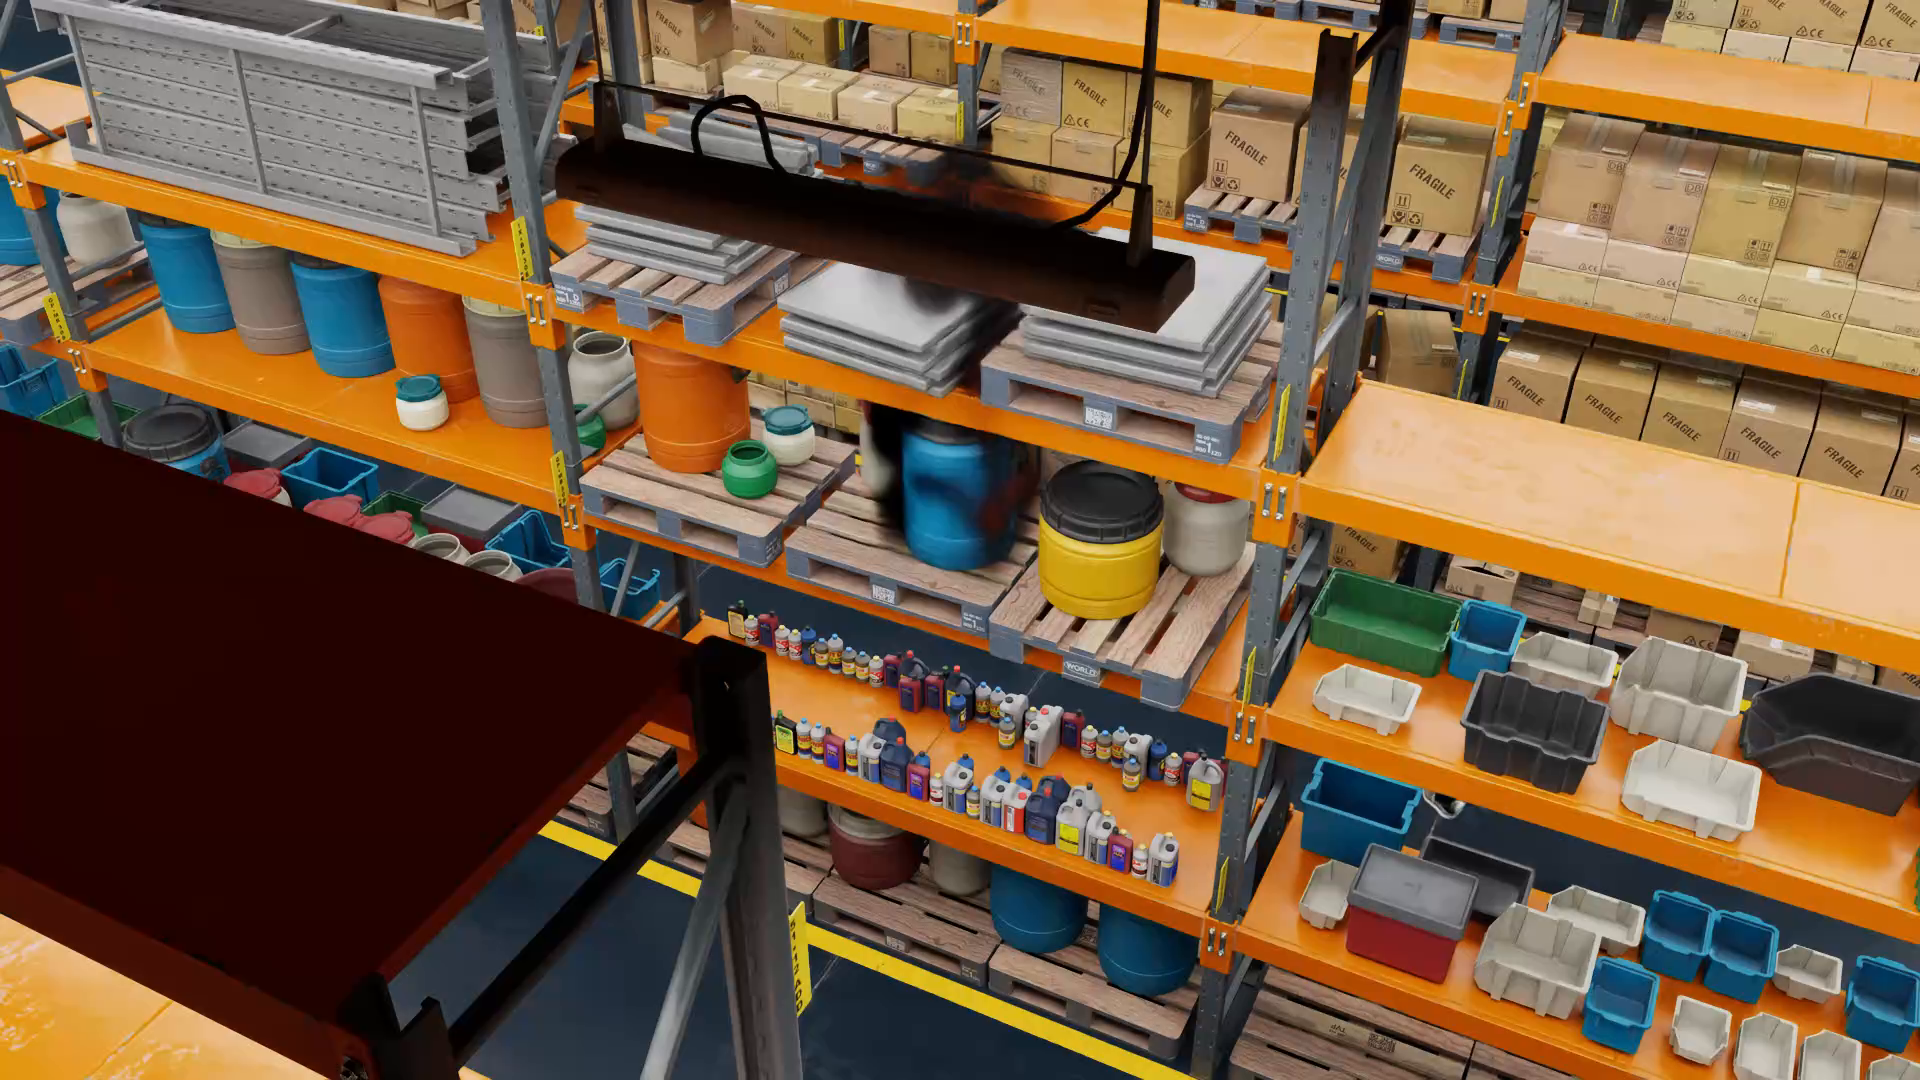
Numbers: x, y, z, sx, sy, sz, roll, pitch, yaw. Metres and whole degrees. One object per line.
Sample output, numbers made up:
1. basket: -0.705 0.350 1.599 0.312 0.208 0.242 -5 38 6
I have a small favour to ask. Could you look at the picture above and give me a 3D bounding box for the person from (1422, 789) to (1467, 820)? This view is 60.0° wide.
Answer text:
1. person: 2.955 1.181 10.585 0.734 1.373 0.555 29 44 34
